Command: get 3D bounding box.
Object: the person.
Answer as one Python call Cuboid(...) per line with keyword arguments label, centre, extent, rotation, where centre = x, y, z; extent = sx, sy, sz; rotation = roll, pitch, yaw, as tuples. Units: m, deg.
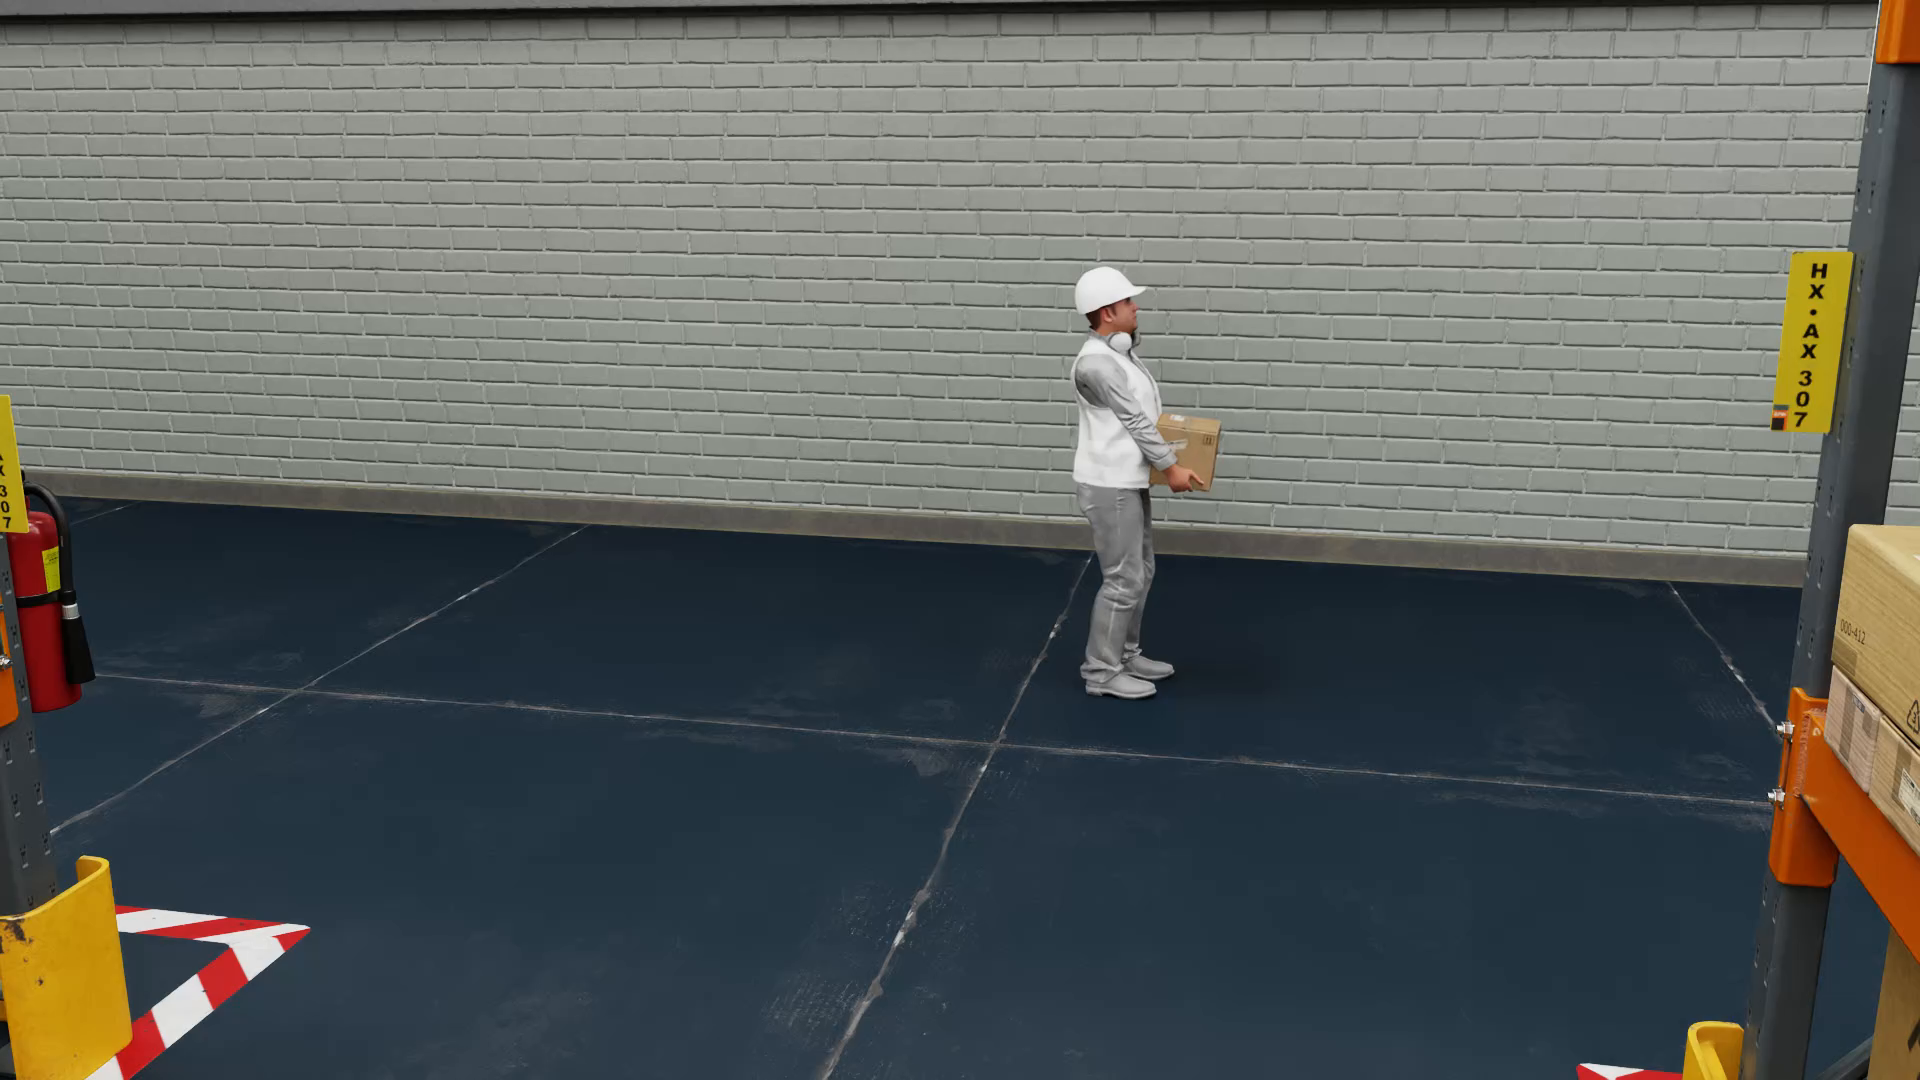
Cuboid(label="person", centre=(0.739, -0.239, 6.898), extent=(0.556, 1.762, 0.494), rotation=(3, 15, 11))
